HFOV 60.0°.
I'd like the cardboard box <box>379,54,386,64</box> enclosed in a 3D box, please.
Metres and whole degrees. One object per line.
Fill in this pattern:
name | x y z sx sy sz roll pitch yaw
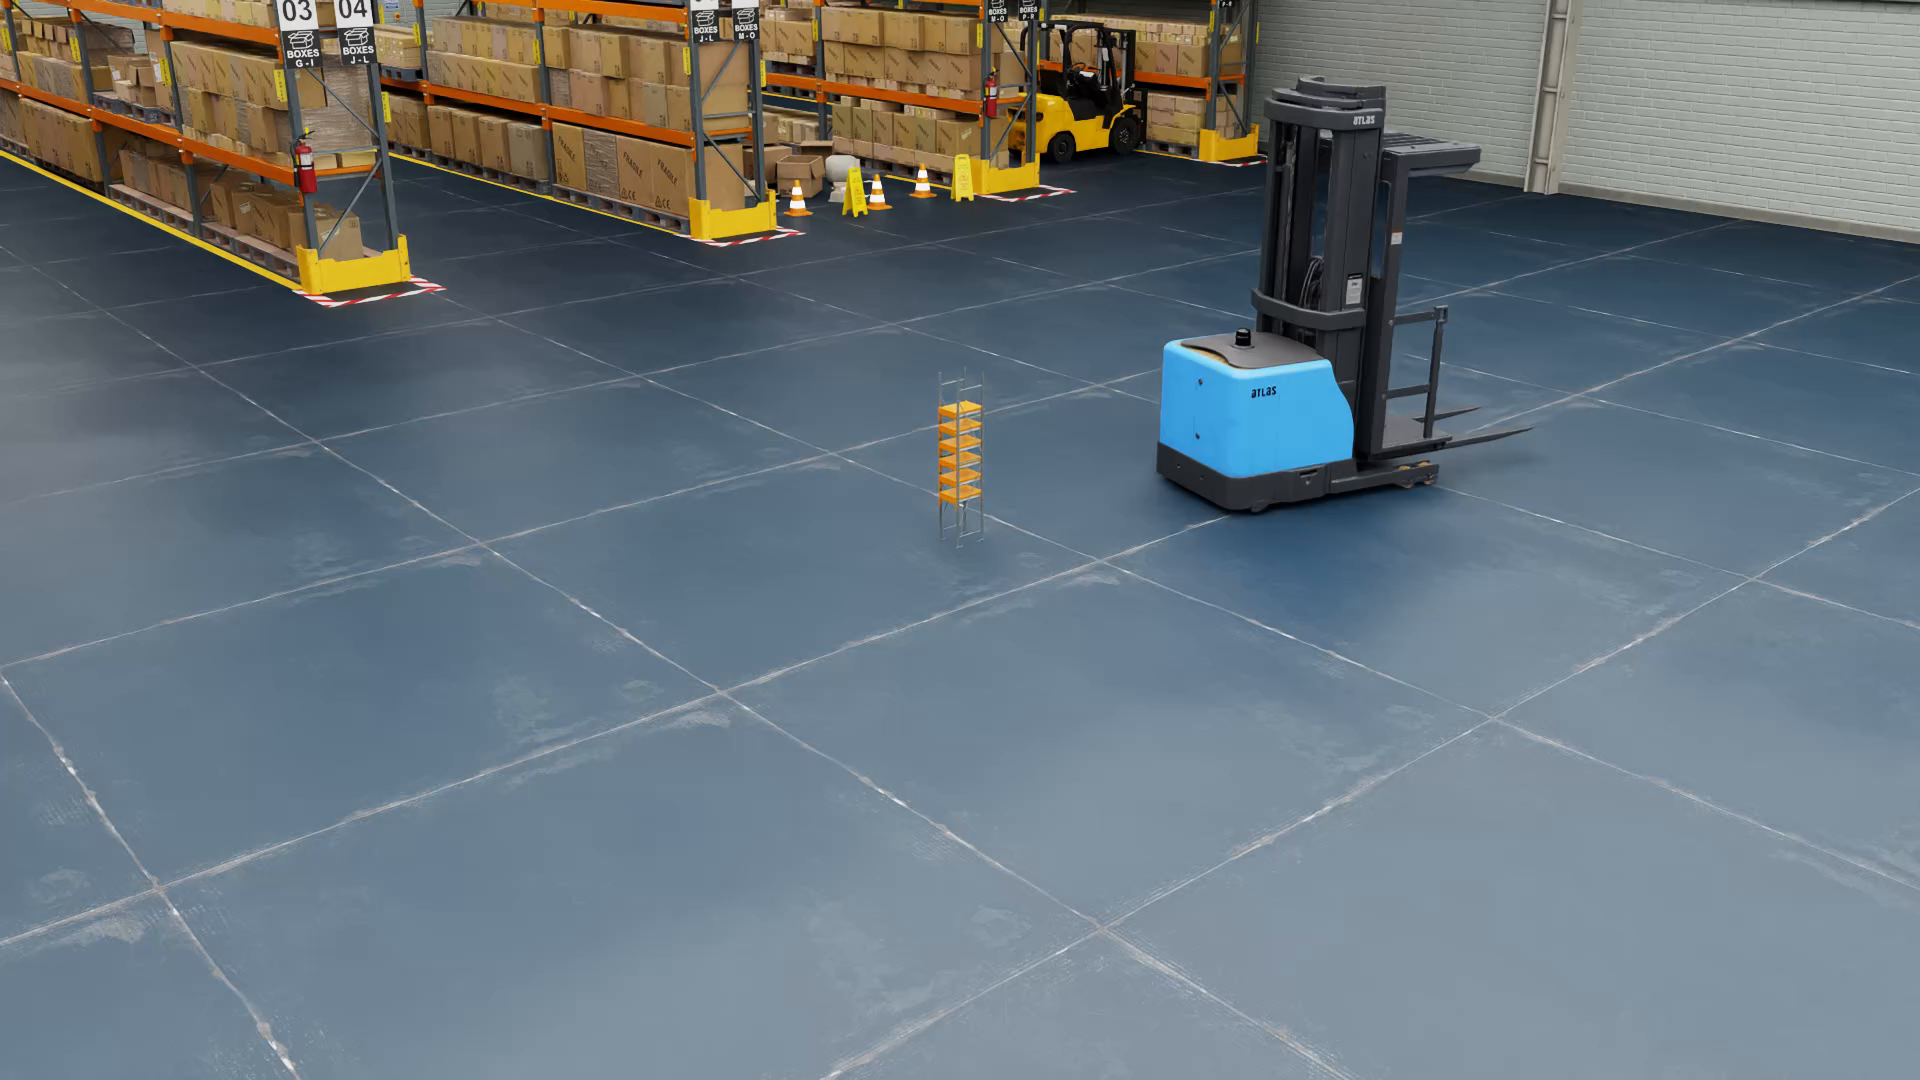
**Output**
cardboard box | -9.349 -7.950 27.436 0.380 0.149 0.250 -18 28 -38

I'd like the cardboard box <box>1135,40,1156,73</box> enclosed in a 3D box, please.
cardboard box | 3.288 -8.220 28.221 0.500 0.500 0.500 -18 28 -38

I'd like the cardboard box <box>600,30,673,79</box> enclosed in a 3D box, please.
cardboard box | -4.317 -6.541 22.385 0.875 0.550 0.500 -17 27 -37

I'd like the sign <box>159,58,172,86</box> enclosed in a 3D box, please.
sign | -9.820 -5.782 20.547 0.100 0.325 0.005 -17 27 -37

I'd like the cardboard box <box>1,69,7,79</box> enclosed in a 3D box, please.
cardboard box | -15.407 -7.618 27.166 0.380 0.149 0.250 -18 28 -38

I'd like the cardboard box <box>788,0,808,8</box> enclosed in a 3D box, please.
cardboard box | -3.213 -11.184 35.212 0.700 0.500 0.500 -17 27 -36

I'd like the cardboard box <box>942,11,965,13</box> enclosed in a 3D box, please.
cardboard box | -0.127 -10.285 32.603 0.380 0.149 0.250 -17 27 -36

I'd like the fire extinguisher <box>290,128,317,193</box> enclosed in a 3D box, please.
fire extinguisher | -7.066 -4.094 17.930 0.296 0.674 0.183 -17 27 -37

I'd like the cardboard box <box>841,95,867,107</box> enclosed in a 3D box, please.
cardboard box | -1.678 -7.026 26.586 0.380 0.149 0.250 -17 27 -37

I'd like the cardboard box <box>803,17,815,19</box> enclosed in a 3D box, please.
cardboard box | -2.623 -8.592 28.187 0.500 0.500 0.500 -18 27 -38

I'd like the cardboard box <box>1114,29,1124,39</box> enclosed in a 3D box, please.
cardboard box | 2.866 -8.684 28.517 0.380 0.149 0.250 -18 28 -38

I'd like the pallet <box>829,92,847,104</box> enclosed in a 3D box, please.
pallet | -1.999 -9.277 34.881 1.003 0.211 1.213 -17 27 -37

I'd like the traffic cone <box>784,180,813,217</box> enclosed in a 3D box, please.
traffic cone | -2.239 -4.728 22.920 0.336 0.463 0.334 -17 27 -37

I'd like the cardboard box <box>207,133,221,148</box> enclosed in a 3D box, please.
cardboard box | -8.850 -4.848 20.094 0.380 0.149 0.250 -17 27 -37

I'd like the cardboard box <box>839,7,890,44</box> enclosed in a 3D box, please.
cardboard box | -1.455 -8.067 26.051 0.700 0.500 0.500 -17 27 -37

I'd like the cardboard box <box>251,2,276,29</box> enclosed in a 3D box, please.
cardboard box | -7.298 -5.671 17.942 0.500 0.250 0.500 -17 27 -36

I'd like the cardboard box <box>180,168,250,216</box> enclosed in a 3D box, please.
cardboard box | -9.787 -4.592 21.920 0.500 0.500 0.700 20 29 41

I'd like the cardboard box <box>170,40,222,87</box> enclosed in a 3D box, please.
cardboard box | -9.301 -5.842 20.371 0.500 0.500 0.500 -17 27 -37

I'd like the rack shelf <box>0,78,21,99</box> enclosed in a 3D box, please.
rack shelf | -15.930 -7.804 28.283 1.077 0.370 4.000 -17 27 -37

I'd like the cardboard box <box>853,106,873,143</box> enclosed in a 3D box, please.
cardboard box | -1.356 -6.628 26.459 0.500 0.500 0.500 -16 27 -35

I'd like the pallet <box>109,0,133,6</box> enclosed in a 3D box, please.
pallet | -10.404 -7.167 21.815 1.213 0.211 1.003 -17 27 -37

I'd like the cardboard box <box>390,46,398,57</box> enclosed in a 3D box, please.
cardboard box | -9.033 -7.953 27.037 0.380 0.149 0.250 -16 27 -35

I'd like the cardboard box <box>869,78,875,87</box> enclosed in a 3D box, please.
cardboard box | -1.199 -7.189 26.070 0.380 0.149 0.250 -18 27 -38

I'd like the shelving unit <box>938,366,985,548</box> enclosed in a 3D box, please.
shelving unit | 0.009 -0.555 11.255 0.258 1.200 0.189 -17 27 -37

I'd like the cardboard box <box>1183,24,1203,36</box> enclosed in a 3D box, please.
cardboard box | 3.896 -8.410 27.408 0.380 0.149 0.250 -17 27 -37

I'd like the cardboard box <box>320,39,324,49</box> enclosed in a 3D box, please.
cardboard box | -11.331 -8.991 29.782 0.500 0.500 0.500 -17 27 -37

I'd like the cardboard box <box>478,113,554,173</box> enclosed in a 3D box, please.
cardboard box | -6.679 -6.095 25.441 1.050 0.750 0.750 -17 27 -37

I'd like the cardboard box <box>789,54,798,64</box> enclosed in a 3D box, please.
cardboard box | -2.599 -7.968 27.482 0.380 0.149 0.250 -18 28 -39

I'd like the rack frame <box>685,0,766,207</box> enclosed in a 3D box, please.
rack frame | -2.968 -5.424 21.220 1.000 3.000 0.127 -17 27 -37

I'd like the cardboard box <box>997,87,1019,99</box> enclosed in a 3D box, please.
cardboard box | 0.651 -6.657 24.711 0.380 0.149 0.250 -17 27 -37

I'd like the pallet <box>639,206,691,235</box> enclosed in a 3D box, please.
pallet | -3.549 -4.328 22.245 1.003 0.211 1.213 -17 27 -37

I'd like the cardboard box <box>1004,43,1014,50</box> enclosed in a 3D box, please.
cardboard box | 1.004 -9.063 30.716 0.500 0.250 0.500 -18 27 -38

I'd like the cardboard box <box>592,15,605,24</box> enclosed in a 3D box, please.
cardboard box | -6.694 -10.134 31.737 0.500 0.500 0.500 -18 27 -38

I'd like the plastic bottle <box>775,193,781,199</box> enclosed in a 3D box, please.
plastic bottle | -2.755 -5.006 24.181 0.283 0.061 0.133 12 24 27

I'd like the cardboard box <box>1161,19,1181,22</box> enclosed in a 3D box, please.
cardboard box | 3.651 -8.829 28.477 0.380 0.149 0.250 -18 28 -39

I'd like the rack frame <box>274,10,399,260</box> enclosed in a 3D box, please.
rack frame | -6.791 -4.271 18.276 1.000 3.000 0.127 -17 27 -37

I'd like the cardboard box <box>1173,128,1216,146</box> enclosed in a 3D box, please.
cardboard box | 3.928 -6.783 27.883 0.500 0.250 0.500 -17 27 -37

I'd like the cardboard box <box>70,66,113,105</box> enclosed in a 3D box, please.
cardboard box | -12.523 -6.606 24.099 0.500 0.500 0.500 -16 27 -36

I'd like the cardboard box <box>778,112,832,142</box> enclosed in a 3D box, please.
cardboard box | -2.711 -7.050 28.397 0.950 0.372 0.625 -15 26 -34

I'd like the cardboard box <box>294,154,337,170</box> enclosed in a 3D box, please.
cardboard box | -7.134 -4.184 18.398 0.380 0.149 0.250 -17 27 -37

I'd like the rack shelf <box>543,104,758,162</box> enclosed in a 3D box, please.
rack shelf | -4.273 -5.642 22.762 1.077 0.370 4.000 -17 27 -37

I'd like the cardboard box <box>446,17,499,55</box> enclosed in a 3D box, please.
cardboard box | -7.573 -7.881 25.984 0.700 0.500 0.500 -18 28 -38

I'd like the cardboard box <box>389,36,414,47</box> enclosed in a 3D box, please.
cardboard box | -9.019 -8.086 26.969 0.380 0.149 0.250 -18 28 -38

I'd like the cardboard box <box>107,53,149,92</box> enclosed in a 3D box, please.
cardboard box | -11.631 -6.584 23.468 0.500 0.500 0.500 18 28 39

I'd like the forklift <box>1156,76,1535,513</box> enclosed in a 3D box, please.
forklift | 3.044 -1.914 12.353 3.031 2.935 1.130 -10 24 -24

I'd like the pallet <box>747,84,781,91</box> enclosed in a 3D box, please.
pallet | -4.607 -10.357 37.639 1.003 0.211 1.213 -17 27 -37

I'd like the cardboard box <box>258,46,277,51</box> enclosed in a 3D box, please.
cardboard box | -7.923 -5.553 19.633 0.500 0.500 0.500 -17 27 -37

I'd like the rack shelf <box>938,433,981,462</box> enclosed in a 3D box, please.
rack shelf | 0.009 -0.625 11.227 0.258 0.103 0.180 -17 27 -37

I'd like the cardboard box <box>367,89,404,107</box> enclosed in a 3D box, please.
cardboard box | -9.840 -7.565 28.509 0.500 0.250 0.500 -16 27 -35

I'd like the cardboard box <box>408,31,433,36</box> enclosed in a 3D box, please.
cardboard box | -9.029 -8.454 27.908 0.380 0.149 0.250 -16 26 -35

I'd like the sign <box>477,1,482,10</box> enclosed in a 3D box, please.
sign | -10.152 -11.361 35.081 0.100 0.325 0.005 -17 27 -37

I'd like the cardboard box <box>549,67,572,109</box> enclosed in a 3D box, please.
cardboard box | -5.329 -6.500 23.761 0.875 0.550 0.550 -17 27 -37

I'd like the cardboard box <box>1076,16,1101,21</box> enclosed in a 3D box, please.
cardboard box | 2.259 -9.128 29.241 0.380 0.149 0.250 -18 28 -38

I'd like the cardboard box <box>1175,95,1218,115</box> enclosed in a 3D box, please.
cardboard box | 3.937 -7.247 27.697 0.500 0.250 0.500 -16 27 -36

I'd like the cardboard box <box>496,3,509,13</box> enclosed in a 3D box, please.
cardboard box | -9.288 -11.222 34.513 0.500 0.500 0.500 -18 28 -39

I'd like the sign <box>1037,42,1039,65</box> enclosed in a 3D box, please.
sign | 1.127 -7.163 24.472 0.100 0.325 0.005 -17 27 -37

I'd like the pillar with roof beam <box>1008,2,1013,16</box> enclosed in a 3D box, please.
pillar with roof beam | -2.475 -11.646 28.880 9.100 9.000 0.400 -17 27 -37
